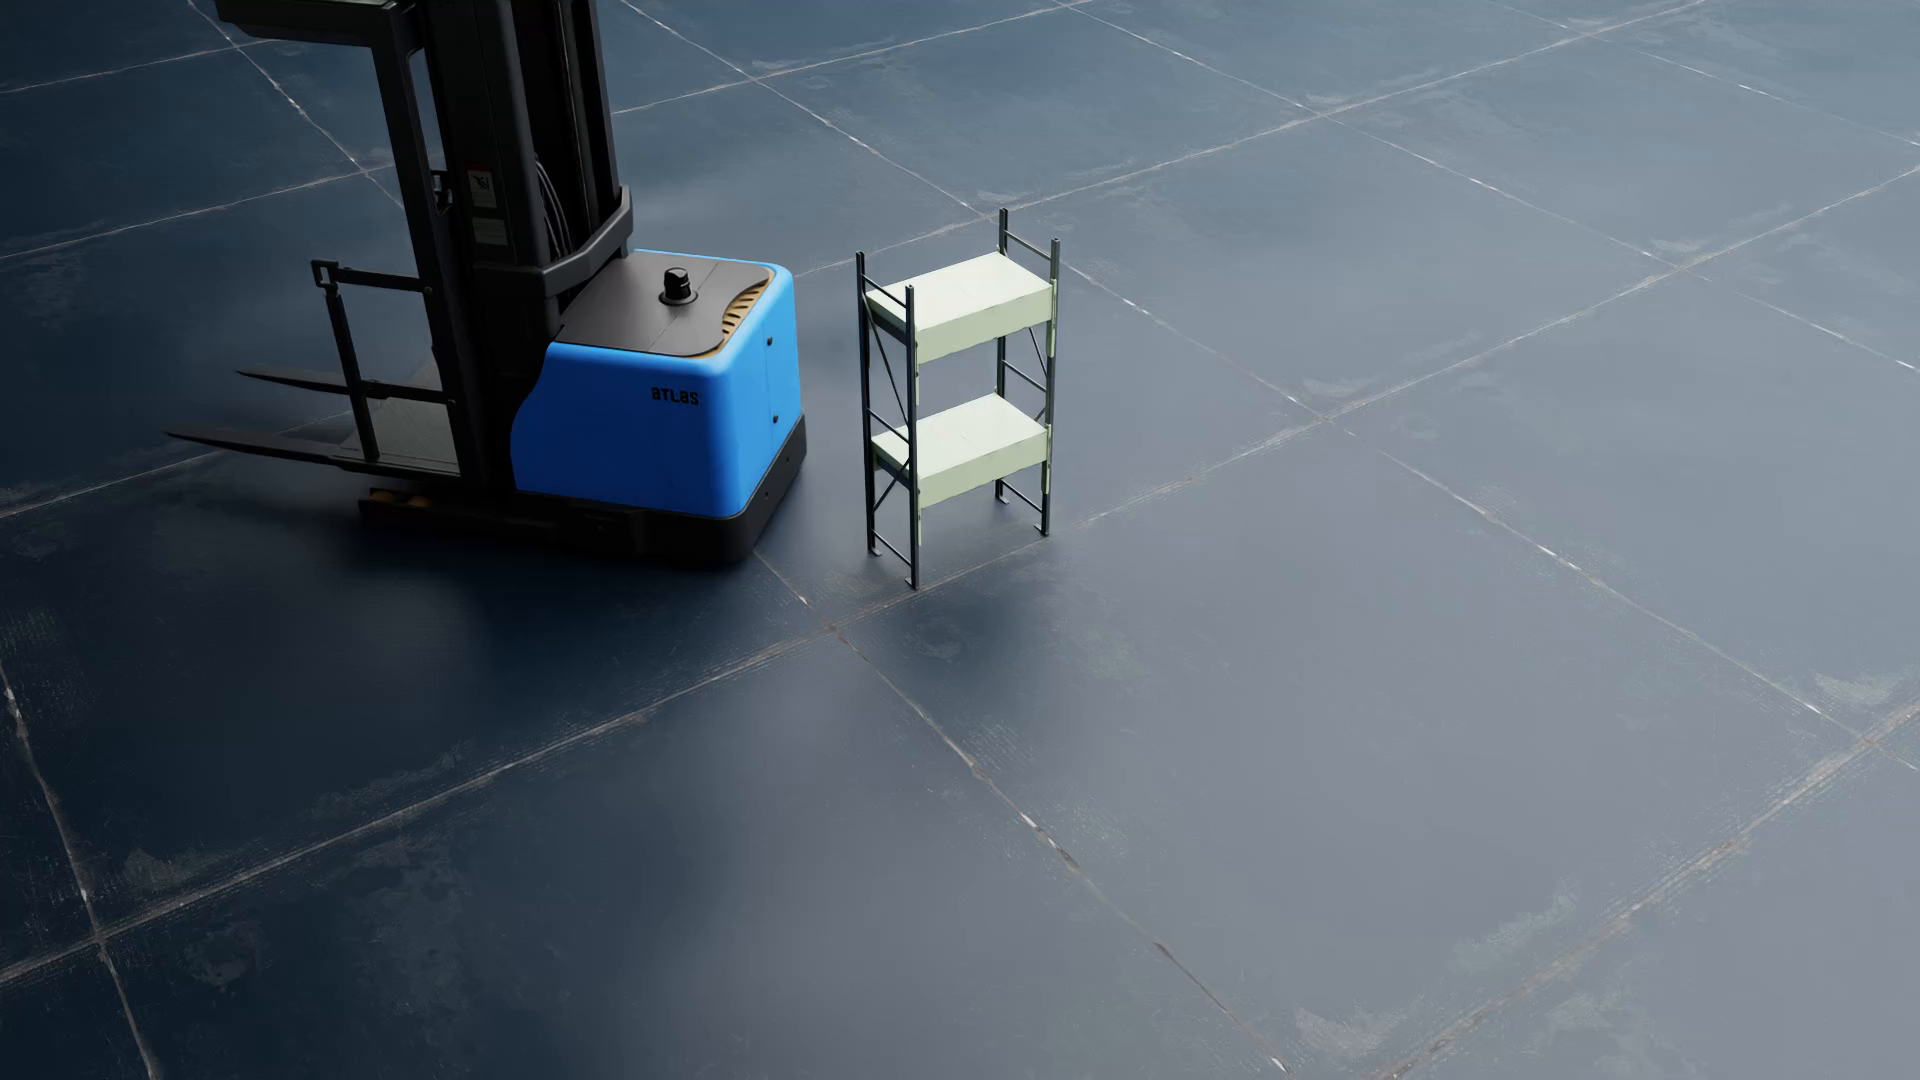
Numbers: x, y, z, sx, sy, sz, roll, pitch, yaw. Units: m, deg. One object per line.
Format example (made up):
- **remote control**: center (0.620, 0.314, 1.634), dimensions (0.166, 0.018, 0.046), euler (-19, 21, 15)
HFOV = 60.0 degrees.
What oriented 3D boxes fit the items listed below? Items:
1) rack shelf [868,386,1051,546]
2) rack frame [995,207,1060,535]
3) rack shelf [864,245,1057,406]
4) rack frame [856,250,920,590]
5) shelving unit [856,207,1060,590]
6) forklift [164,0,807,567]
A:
- **rack shelf**: center (-0.005, -0.342, 7.499), dimensions (0.720, 0.370, 0.431), euler (-22, 41, -28)
- **rack frame**: center (0.294, -0.730, 7.480), dimensions (0.023, 1.500, 0.400), euler (-22, 41, -28)
- **rack shelf**: center (-0.005, -0.923, 7.081), dimensions (0.720, 0.370, 0.431), euler (-22, 41, -28)
- **rack frame**: center (-0.305, -0.484, 7.138), dimensions (0.023, 1.500, 0.400), euler (-22, 41, -28)
- **shelving unit**: center (-0.005, -0.607, 7.309), dimensions (0.755, 1.500, 0.431), euler (-22, 41, -28)
- **forklift**: center (-2.330, -1.518, 7.351), dimensions (3.031, 2.935, 1.130), euler (8, 36, 11)
